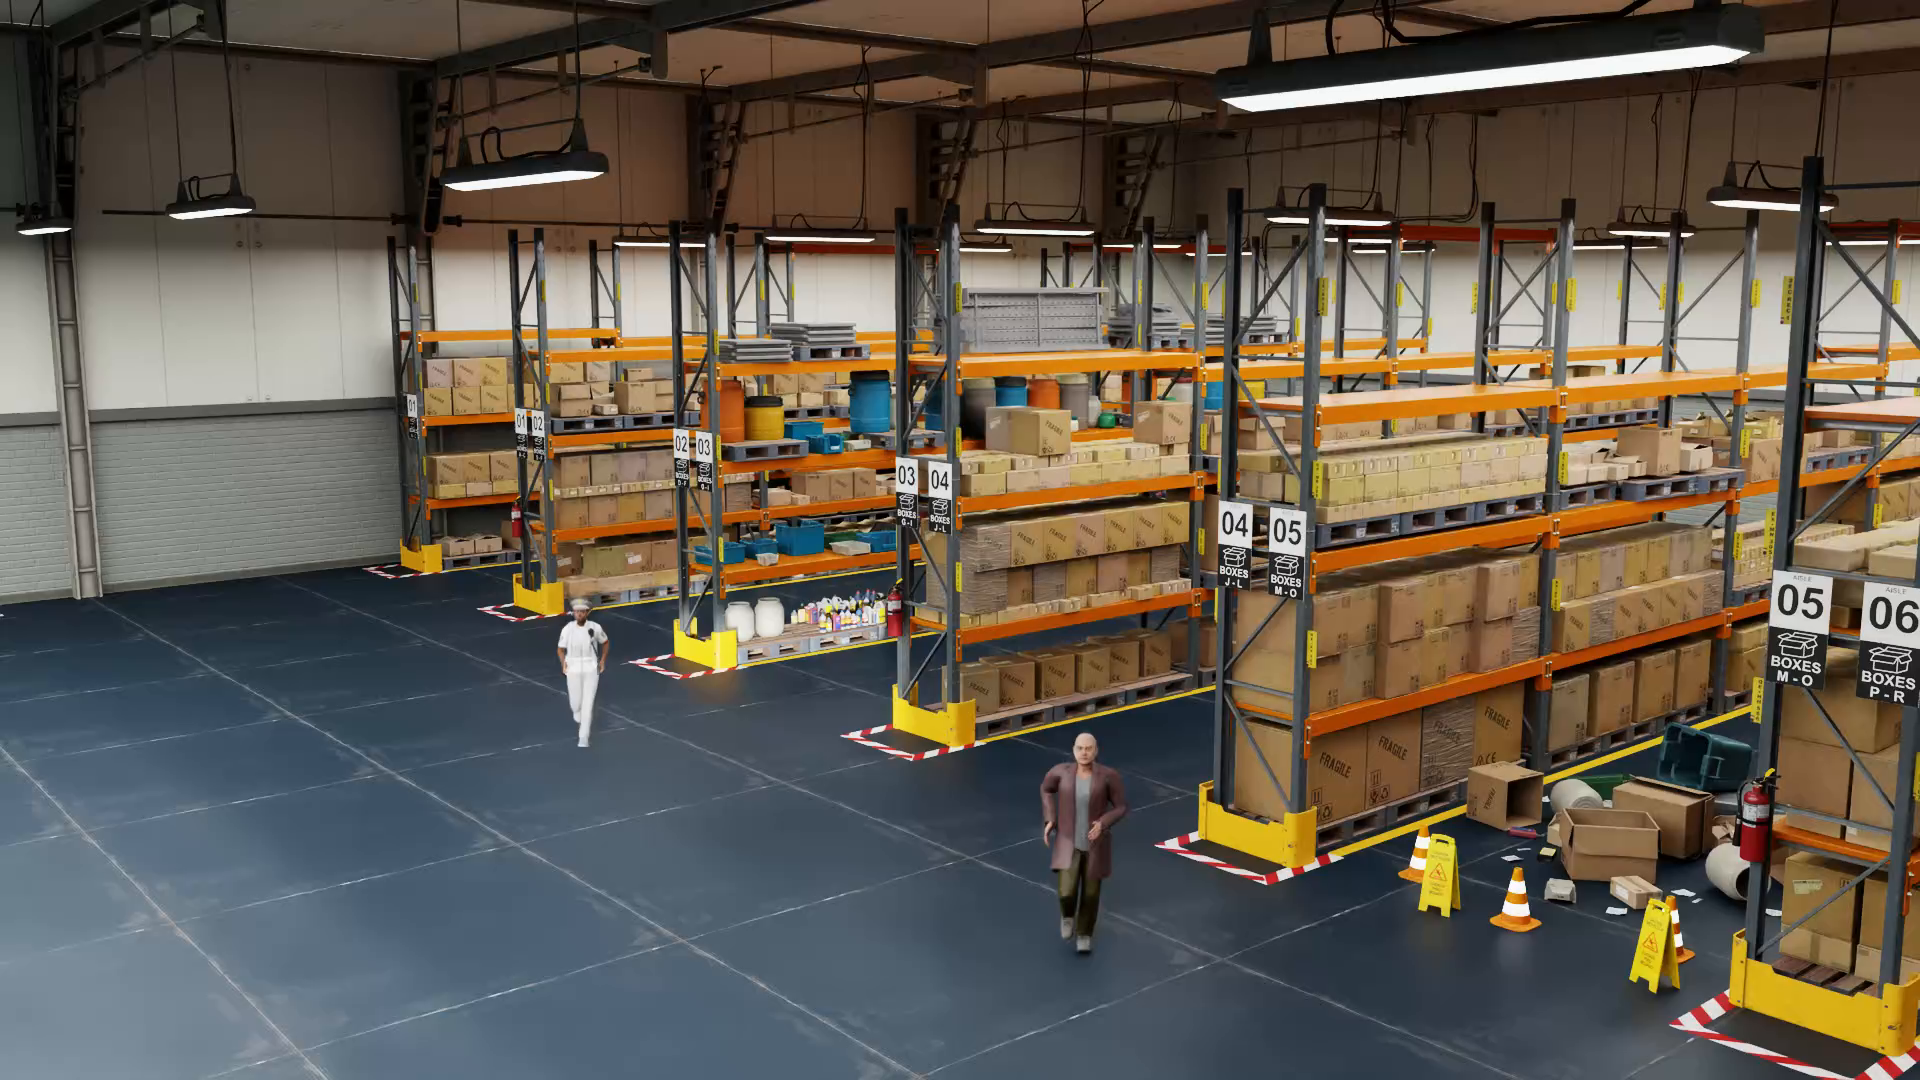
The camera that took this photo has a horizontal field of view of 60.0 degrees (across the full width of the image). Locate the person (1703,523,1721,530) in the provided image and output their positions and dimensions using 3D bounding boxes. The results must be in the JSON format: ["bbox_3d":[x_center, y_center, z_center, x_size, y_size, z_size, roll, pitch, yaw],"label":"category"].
[{"bbox_3d":[10.952,0.586,24.403,0.917,1.692,0.621,-6,11,-33],"label":"person"}]

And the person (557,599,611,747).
[{"bbox_3d":[-4.258,1.474,18.850,0.593,1.657,0.773,-1,9,-10],"label":"person"}]

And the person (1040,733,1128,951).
[{"bbox_3d":[0.941,2.352,12.819,0.695,1.735,0.635,1,9,7],"label":"person"}]
